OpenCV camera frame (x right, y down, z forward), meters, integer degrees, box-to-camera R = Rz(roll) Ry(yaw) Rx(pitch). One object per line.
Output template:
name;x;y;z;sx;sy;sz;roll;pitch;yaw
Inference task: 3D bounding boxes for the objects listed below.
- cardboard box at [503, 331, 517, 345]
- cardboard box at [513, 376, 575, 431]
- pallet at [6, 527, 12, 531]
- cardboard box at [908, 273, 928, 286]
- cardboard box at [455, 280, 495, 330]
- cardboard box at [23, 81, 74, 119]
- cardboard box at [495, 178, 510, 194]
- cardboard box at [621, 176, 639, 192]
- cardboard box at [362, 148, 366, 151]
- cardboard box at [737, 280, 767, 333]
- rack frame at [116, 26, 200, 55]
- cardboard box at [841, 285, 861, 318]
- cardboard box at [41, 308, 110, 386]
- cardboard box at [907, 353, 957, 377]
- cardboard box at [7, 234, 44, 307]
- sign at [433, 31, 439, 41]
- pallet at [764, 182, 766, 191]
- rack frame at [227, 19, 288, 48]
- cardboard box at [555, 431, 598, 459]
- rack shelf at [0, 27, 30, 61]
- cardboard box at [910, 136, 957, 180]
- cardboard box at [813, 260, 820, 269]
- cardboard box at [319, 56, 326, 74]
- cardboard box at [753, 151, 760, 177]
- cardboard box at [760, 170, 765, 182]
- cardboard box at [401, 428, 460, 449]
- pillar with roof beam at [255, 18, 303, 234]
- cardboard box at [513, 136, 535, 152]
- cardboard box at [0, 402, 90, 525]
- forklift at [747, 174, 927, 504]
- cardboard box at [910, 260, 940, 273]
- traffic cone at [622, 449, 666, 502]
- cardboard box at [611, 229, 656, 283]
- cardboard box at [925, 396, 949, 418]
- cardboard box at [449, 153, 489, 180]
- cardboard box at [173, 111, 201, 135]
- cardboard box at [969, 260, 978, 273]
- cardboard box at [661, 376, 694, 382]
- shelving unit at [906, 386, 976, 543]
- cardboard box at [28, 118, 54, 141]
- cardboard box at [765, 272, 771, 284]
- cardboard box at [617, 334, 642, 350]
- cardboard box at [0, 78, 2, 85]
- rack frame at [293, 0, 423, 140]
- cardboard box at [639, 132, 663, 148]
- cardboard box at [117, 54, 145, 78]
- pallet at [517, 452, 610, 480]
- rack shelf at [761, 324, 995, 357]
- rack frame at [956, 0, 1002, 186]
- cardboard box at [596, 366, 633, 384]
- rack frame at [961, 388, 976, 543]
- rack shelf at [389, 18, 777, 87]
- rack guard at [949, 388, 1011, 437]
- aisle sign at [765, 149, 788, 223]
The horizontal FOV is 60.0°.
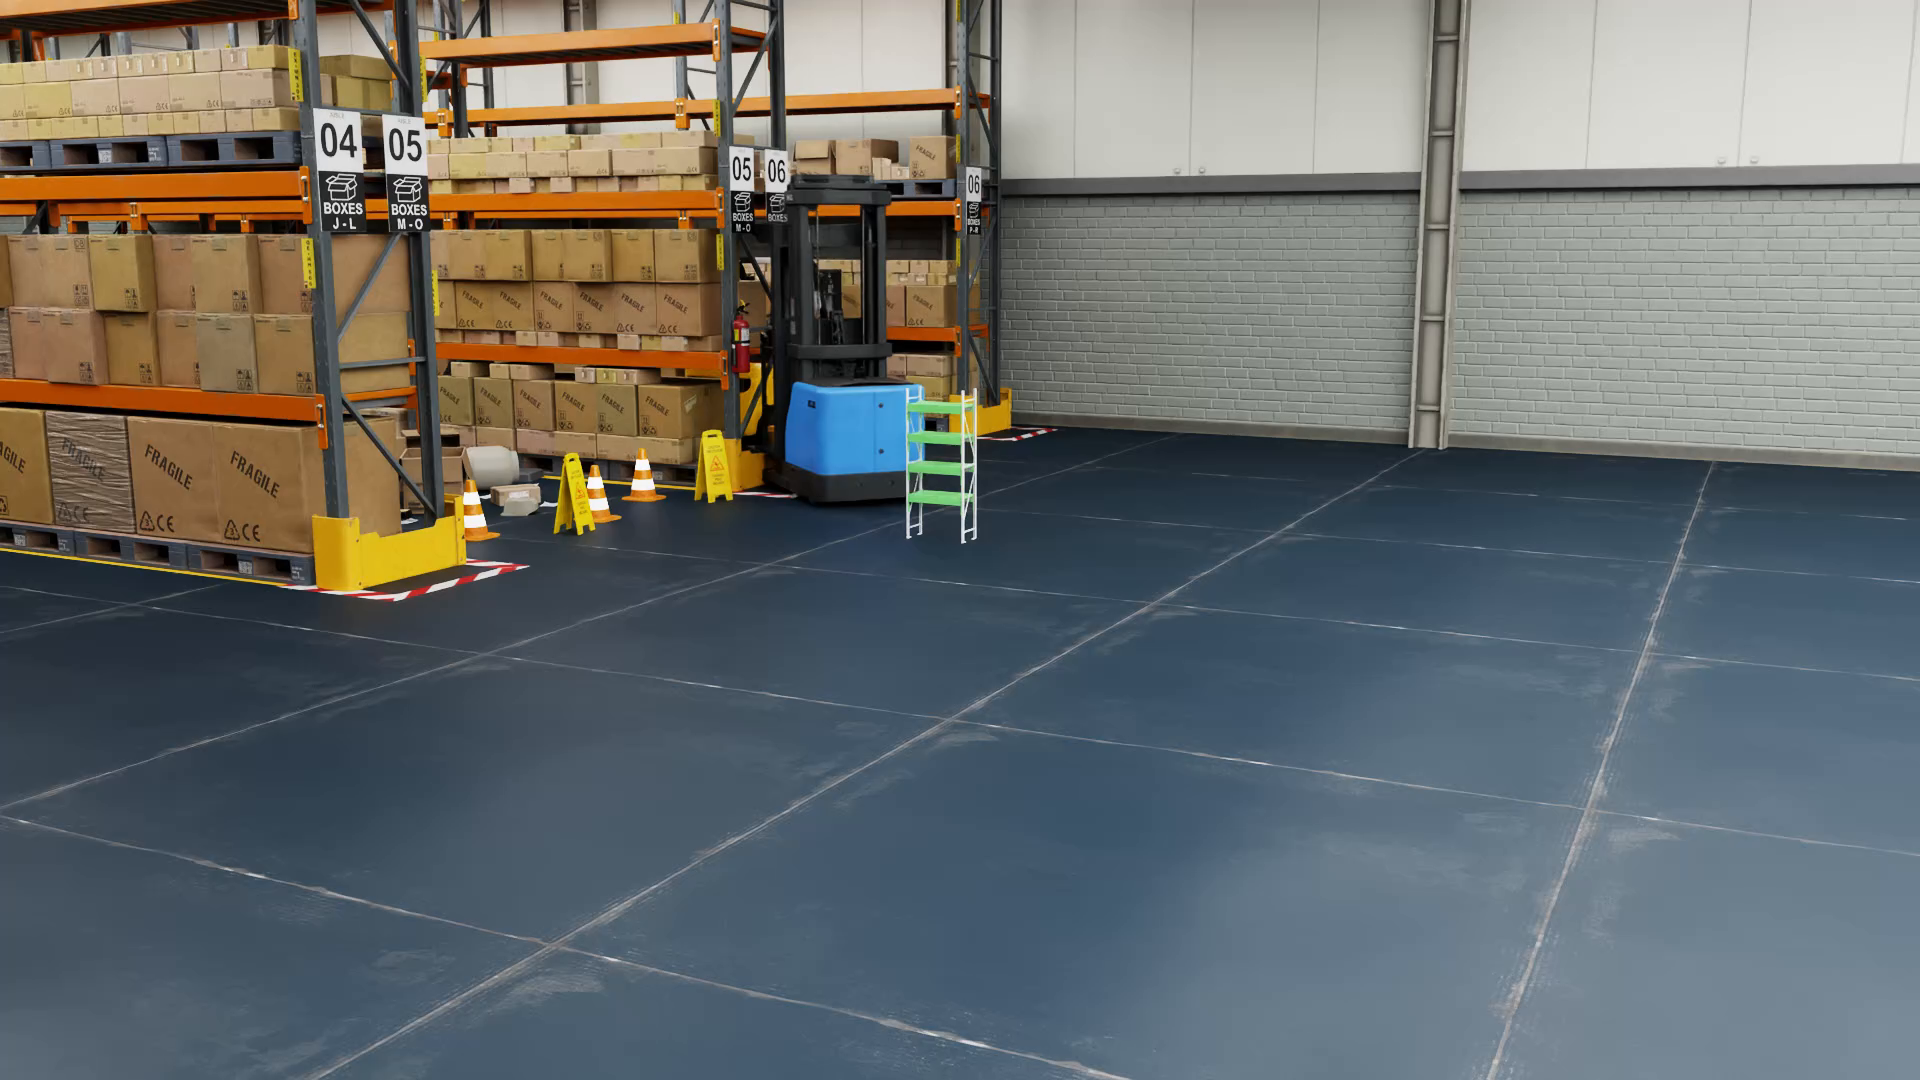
cardboard box;-4.443;-2.076;16.982;0.250;0.149;0.380;5;11;26
cardboard box;-4.185;-1.396;16.956;0.500;0.500;0.500;6;12;29
pallet;-8.369;-0.222;13.866;1.213;0.211;1.003;5;11;26
cardboard box;-0.441;-3.188;20.322;0.250;0.149;0.380;5;12;27
cardboard box;-4.813;-2.425;17.089;0.500;0.500;0.500;5;11;26
cardboard box;-6.423;-3.188;12.124;0.500;0.250;0.500;5;11;25
cardboard box;-4.450;-3.553;16.719;0.250;0.149;0.380;5;11;24
cardboard box;-3.059;-3.436;16.076;0.250;0.149;0.380;5;11;26
cardboard box;-6.120;-4.224;17.564;0.500;0.250;0.500;5;12;27
cardboard box;-2.259;-2.306;16.434;0.500;0.500;0.500;5;11;25
rack frame;-9.131;-5.611;18.967;0.127;3.000;1.000;5;11;26
cardboard box;-1.243;-2.951;20.831;0.500;0.500;0.500;5;11;25
cardboard box;-6.372;-1.491;12.626;0.550;0.550;0.875;5;11;26
cardboard box;-0.315;-2.154;20.444;0.500;0.250;0.500;5;12;28
cardboard box;-6.784;-2.091;12.910;0.550;0.550;0.875;5;11;26
sign;-7.170;-6.816;22.776;0.005;0.325;0.100;5;11;26
pallet;-2.575;-4.507;21.534;1.213;0.211;1.003;5;11;26
rack frame;-10.526;-6.720;25.091;0.127;3.000;1.000;5;11;26
cardboard box;-3.734;-0.986;16.796;0.500;0.250;0.500;5;11;24
rack shelf;-9.437;-4.105;13.784;4.000;0.370;1.077;5;11;26
cardboard box;-0.269;-4.599;20.056;0.500;0.500;0.500;5;12;28
cardboard box;-1.775;-3.474;21.064;0.250;0.149;0.380;5;11;26
cardboard box;-4.440;-3.328;11.780;0.250;0.149;0.380;5;11;26
cardboard box;-2.290;-3.660;16.192;0.500;0.250;0.500;5;11;25
cardboard box;-2.394;-4.601;21.053;0.250;0.149;0.380;5;12;28
cardboard box;-5.185;-0.814;16.315;0.500;0.500;0.500;-4;11;-23
pillar with roof beam;-12.656;-6.231;22.390;0.548;9.000;9.100;5;11;26
cardboard box;-4.214;-3.918;16.500;0.250;0.149;0.380;5;11;25
cardboard box;-7.111;-0.646;13.164;0.875;0.875;0.875;5;11;27
forklift;-1.337;-1.983;15.958;1.130;2.935;3.031;-4;11;-22
cardboard box;-0.414;-3.346;20.357;0.250;0.149;0.380;5;11;26
traffic cone;-2.914;-0.609;15.293;0.334;0.463;0.336;5;11;26
cardboard box;-2.962;-2.763;16.151;0.500;0.500;0.700;5;11;26
cardboard box;-0.325;-1.662;20.533;0.500;0.250;0.500;5;11;26
cardboard box;-4.804;-3.775;16.830;0.500;0.250;0.500;5;11;25
cardboard box;-5.188;-2.871;11.493;0.250;0.149;0.380;5;11;26
cardboard box;0.029;-3.397;20.642;0.250;0.149;0.380;5;11;25
cardboard box;-3.051;-1.402;16.988;0.500;0.500;0.500;5;11;24
shelving unit;-0.148;-0.603;13.195;0.503;1.200;0.258;5;11;26
cardboard box;-6.555;-2.991;12.157;0.250;0.149;0.380;5;11;25
cardboard box;-2.280;-3.350;21.216;0.250;0.149;0.380;5;11;25
cardboard box;-3.128;-1.942;16.243;0.250;0.149;0.380;5;12;27
cardboard box;-7.012;-3.423;12.307;0.250;0.149;0.380;5;11;25
rack frame;-4.057;-4.183;11.072;0.127;3.000;1.000;5;11;26
cardboard box;-2.842;-3.797;15.830;0.250;0.149;0.380;5;11;25
cardboard box;-5.649;-3.304;11.645;0.250;0.149;0.380;5;11;25
pallet;-3.828;-0.829;17.217;1.213;0.211;1.003;5;11;26
rack shelf;-1.558;-2.626;21.335;4.000;0.370;1.077;5;11;26
rack frame;0.236;-5.774;19.866;0.127;3.000;1.000;5;11;26
cardboard box;-3.374;-1.631;16.433;0.250;0.149;0.380;5;12;27
rack frame;0.070;-0.584;13.089;0.015;1.200;0.240;5;11;26
rack shelf;-3.751;-4.783;16.419;4.000;0.370;1.077;5;11;26
rack guard;0.257;-1.590;20.612;0.348;0.500;1.175;5;11;26
aisle sign;-1.764;-3.353;16.033;0.004;0.787;0.394;5;11;26
